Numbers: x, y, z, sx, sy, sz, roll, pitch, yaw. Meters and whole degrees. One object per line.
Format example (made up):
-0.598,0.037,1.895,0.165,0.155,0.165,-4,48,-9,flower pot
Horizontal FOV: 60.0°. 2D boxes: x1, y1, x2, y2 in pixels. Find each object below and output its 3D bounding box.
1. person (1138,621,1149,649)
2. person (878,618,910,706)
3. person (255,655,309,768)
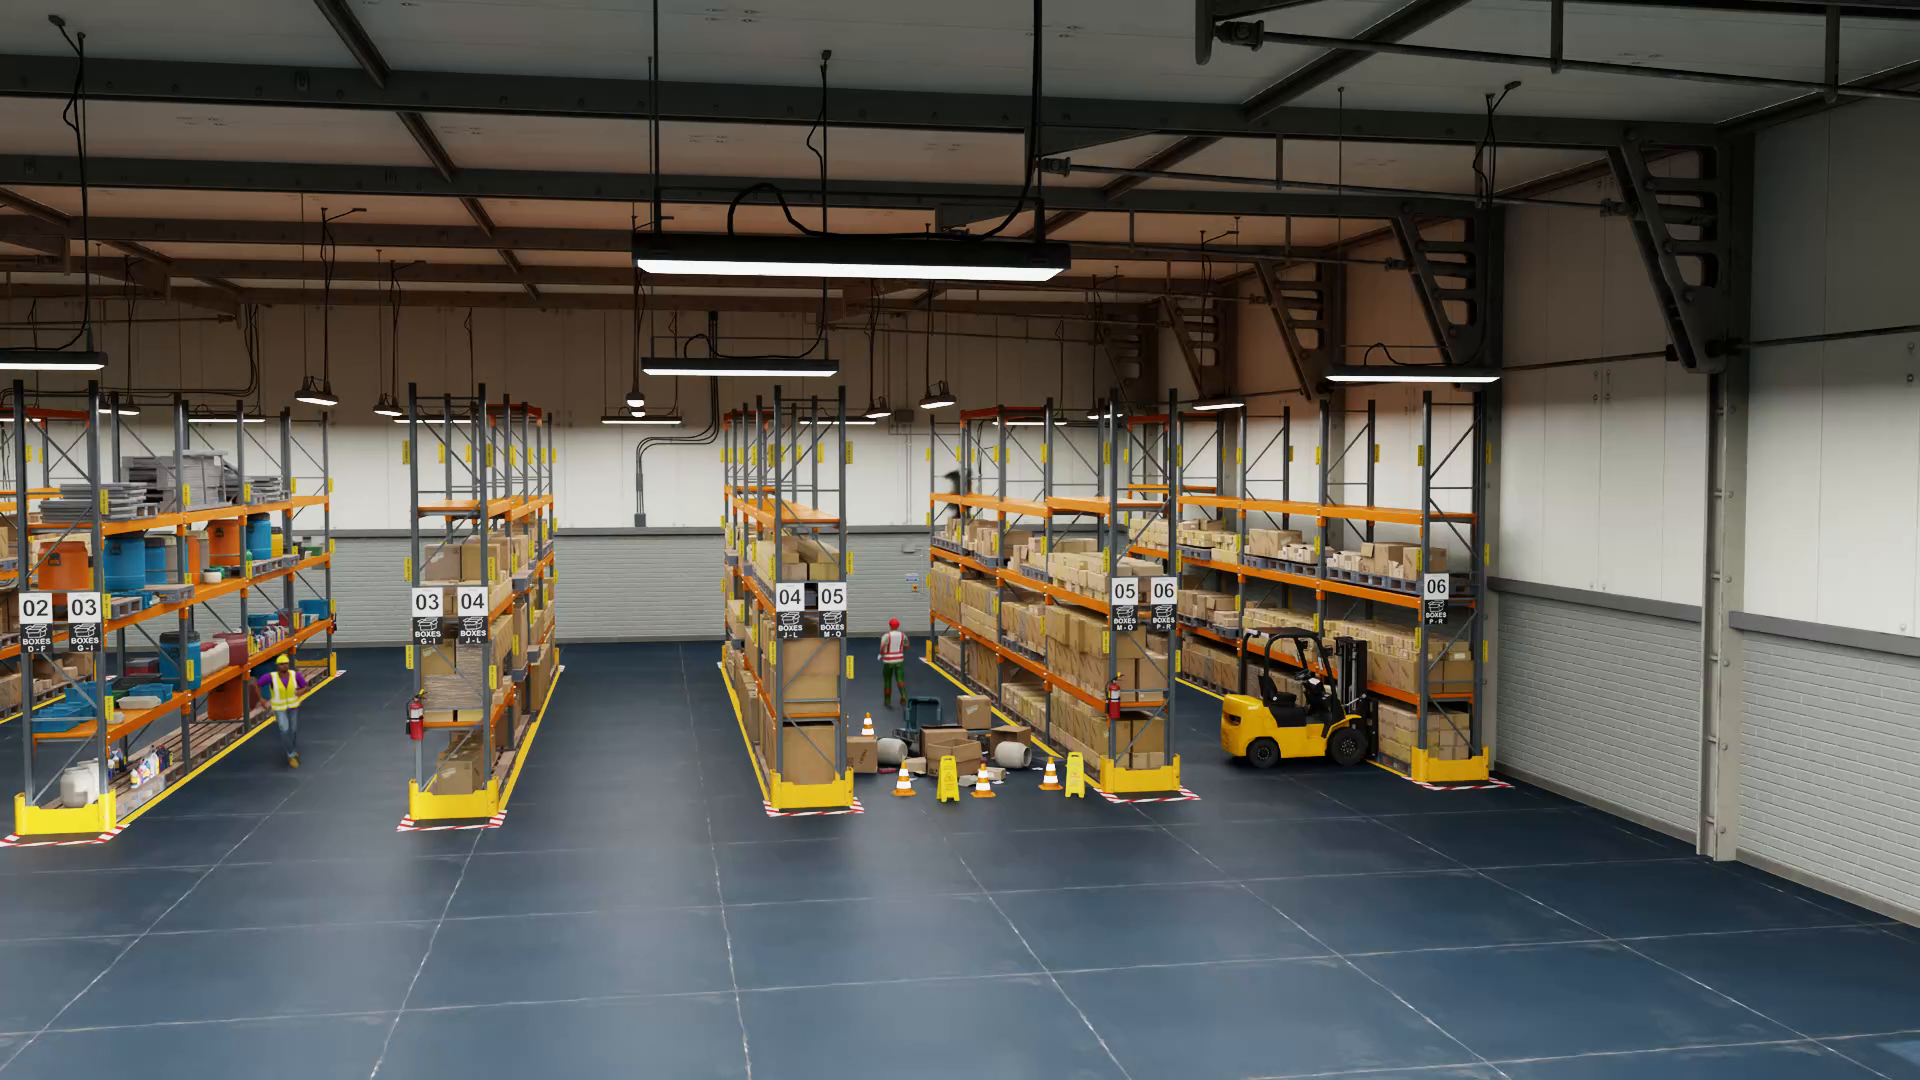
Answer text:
3.832,2.365,36.116,0.653,1.615,0.845,-2,3,-34,person
-1.313,2.421,32.917,0.666,1.765,1.000,-1,3,-19,person
-10.943,2.761,26.916,0.791,1.810,0.800,-2,4,-36,person
